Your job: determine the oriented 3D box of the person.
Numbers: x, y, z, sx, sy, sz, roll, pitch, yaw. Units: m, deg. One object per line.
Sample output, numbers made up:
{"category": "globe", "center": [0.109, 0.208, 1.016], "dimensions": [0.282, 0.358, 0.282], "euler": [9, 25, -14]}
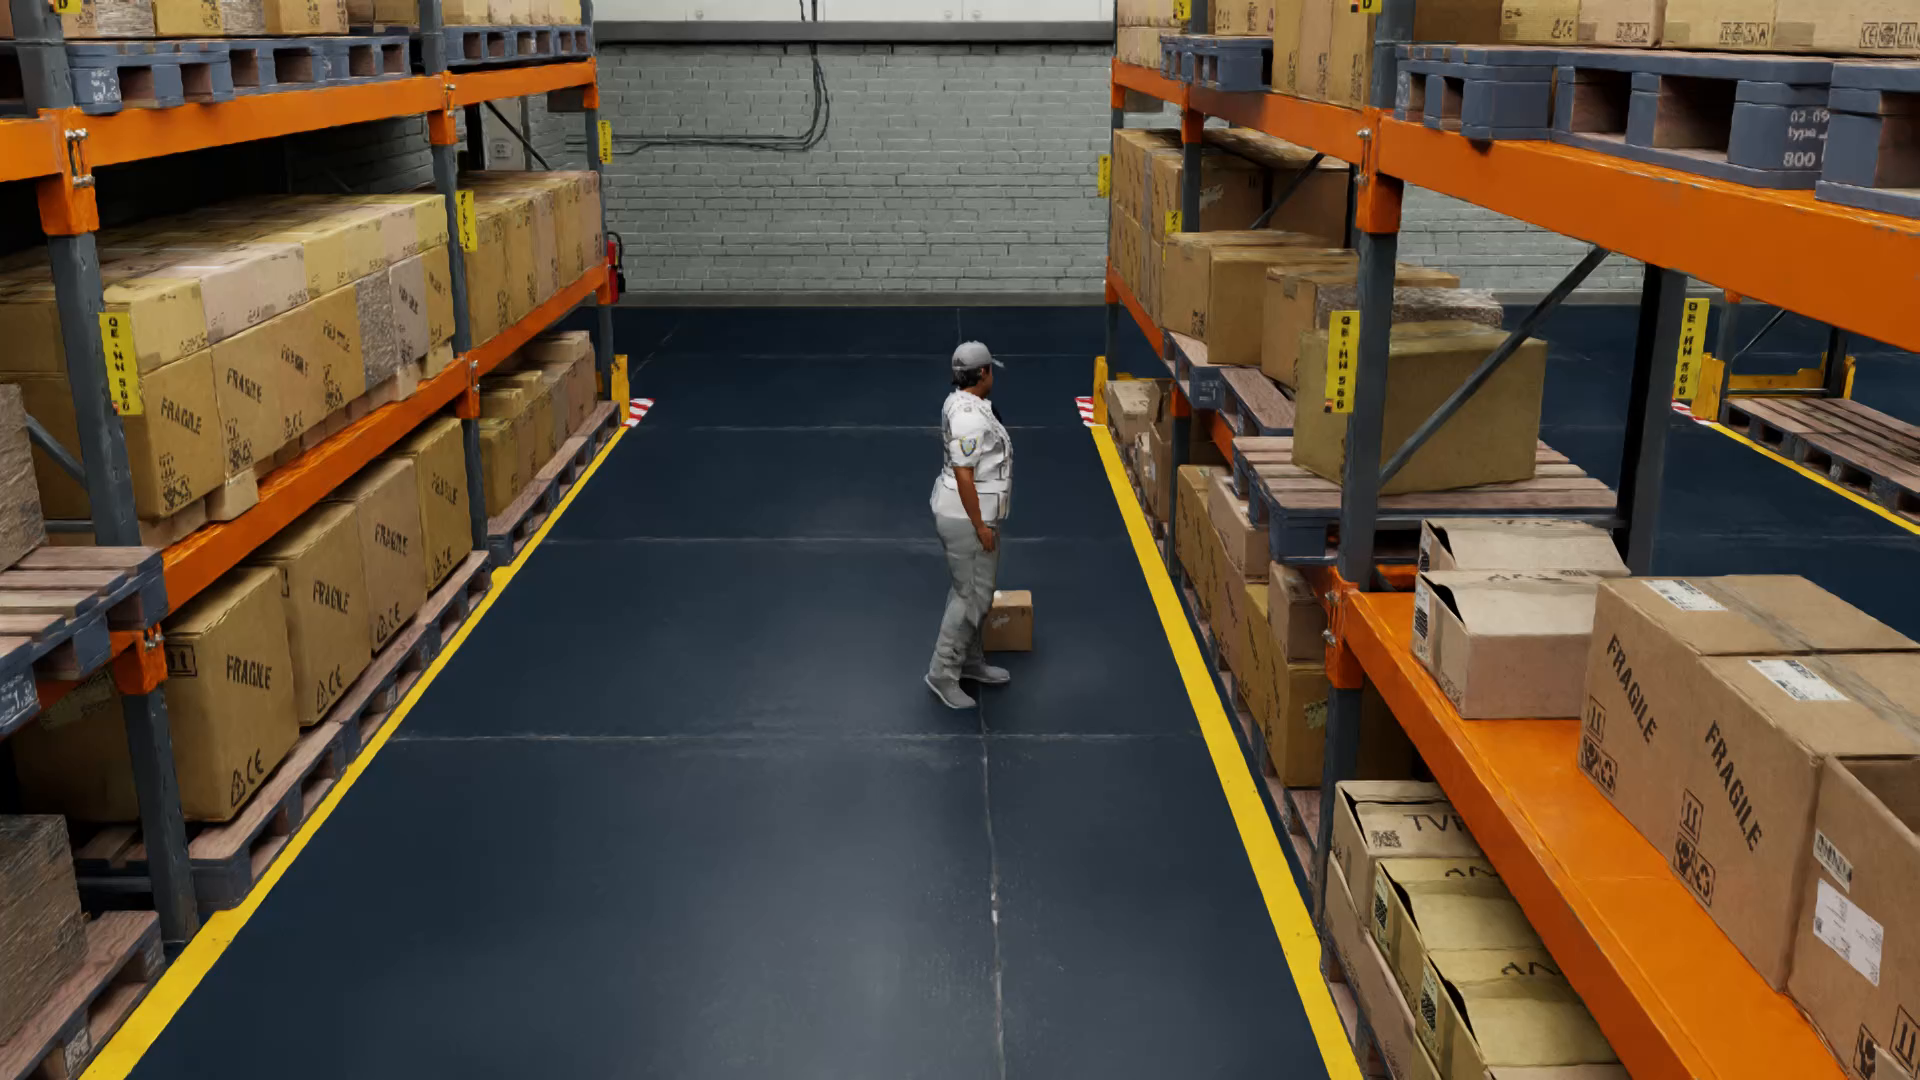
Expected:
{"category": "person", "center": [0.035, -0.080, 7.795], "dimensions": [0.434, 1.702, 0.521], "euler": [-1, 17, -4]}
